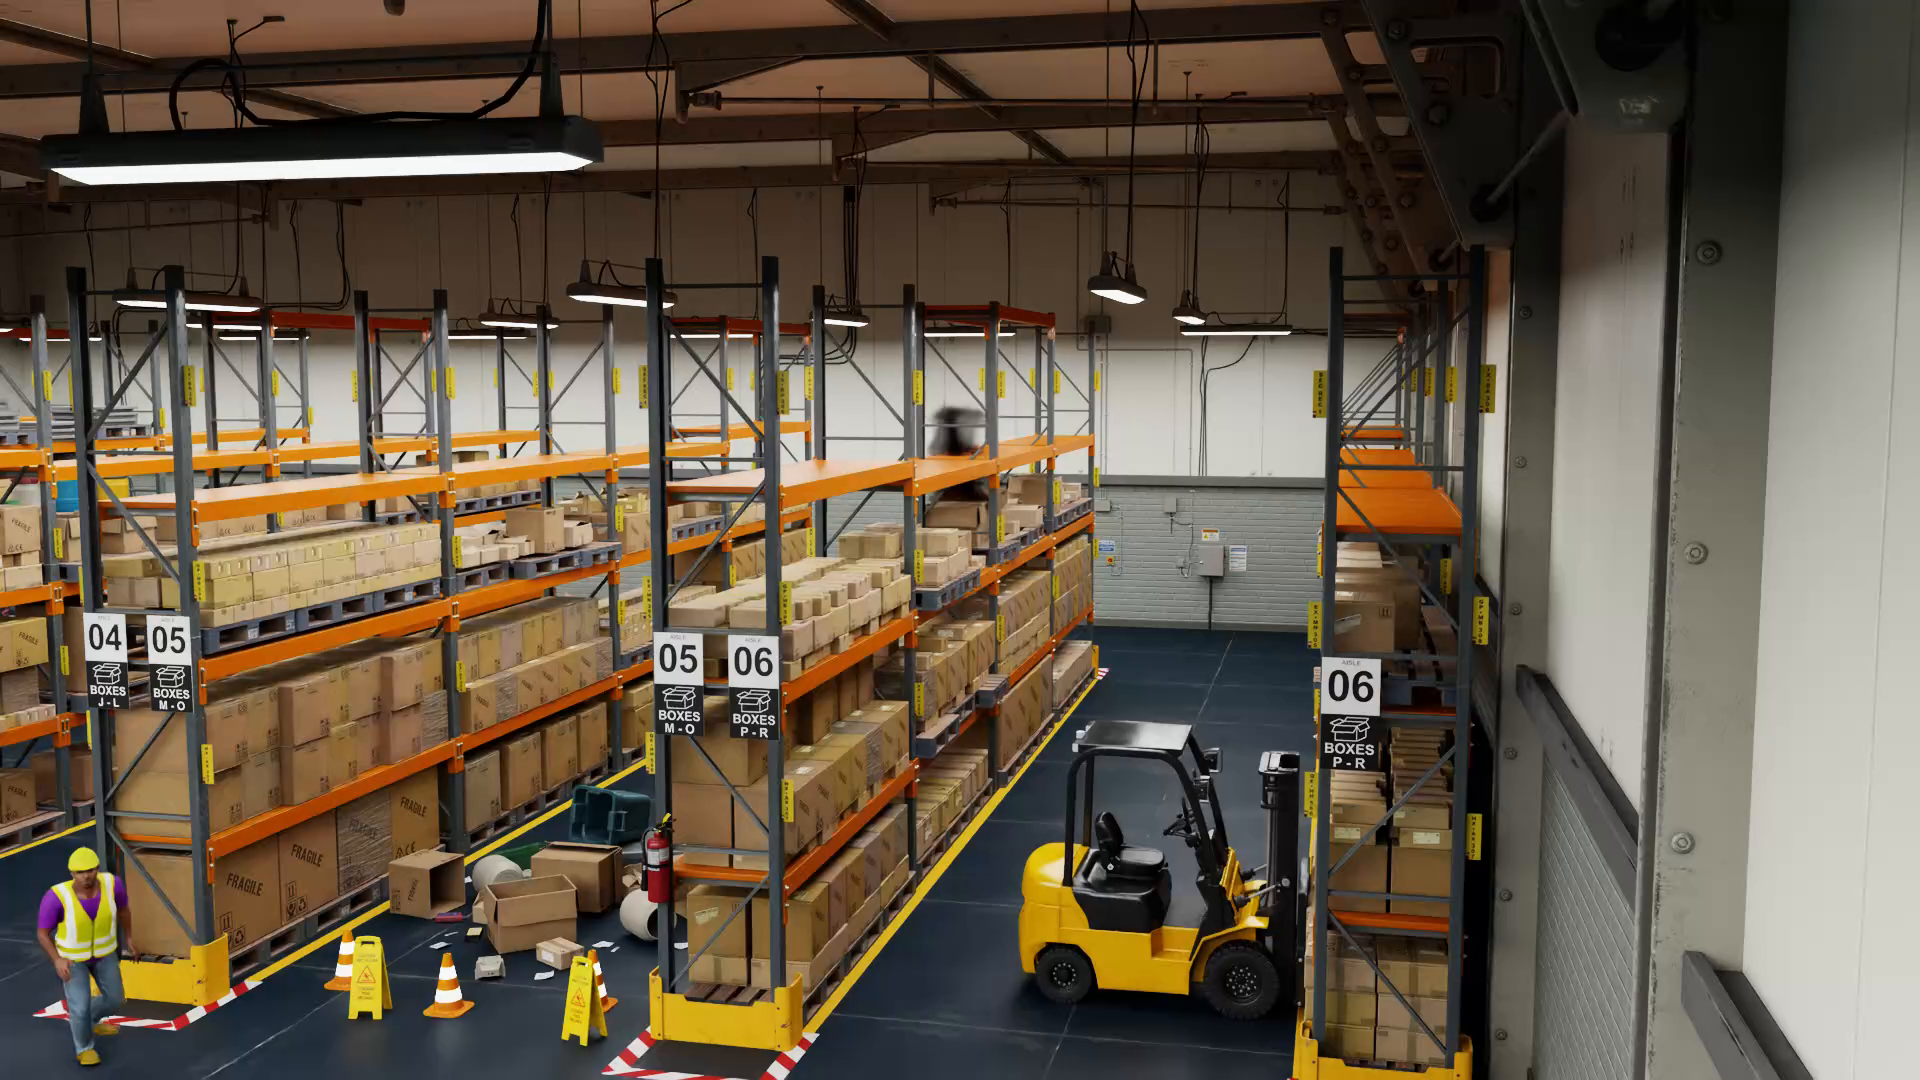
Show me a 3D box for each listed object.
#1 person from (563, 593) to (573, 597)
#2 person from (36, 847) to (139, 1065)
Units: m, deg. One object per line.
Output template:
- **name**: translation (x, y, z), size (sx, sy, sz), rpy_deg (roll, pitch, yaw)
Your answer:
- **person**: translation (-6.016, 1.701, 25.610), size (0.656, 1.780, 0.849), rpy_deg (2, 6, 15)
- **person**: translation (-6.527, 3.076, 12.409), size (0.769, 1.695, 0.688), rpy_deg (6, 8, 44)
